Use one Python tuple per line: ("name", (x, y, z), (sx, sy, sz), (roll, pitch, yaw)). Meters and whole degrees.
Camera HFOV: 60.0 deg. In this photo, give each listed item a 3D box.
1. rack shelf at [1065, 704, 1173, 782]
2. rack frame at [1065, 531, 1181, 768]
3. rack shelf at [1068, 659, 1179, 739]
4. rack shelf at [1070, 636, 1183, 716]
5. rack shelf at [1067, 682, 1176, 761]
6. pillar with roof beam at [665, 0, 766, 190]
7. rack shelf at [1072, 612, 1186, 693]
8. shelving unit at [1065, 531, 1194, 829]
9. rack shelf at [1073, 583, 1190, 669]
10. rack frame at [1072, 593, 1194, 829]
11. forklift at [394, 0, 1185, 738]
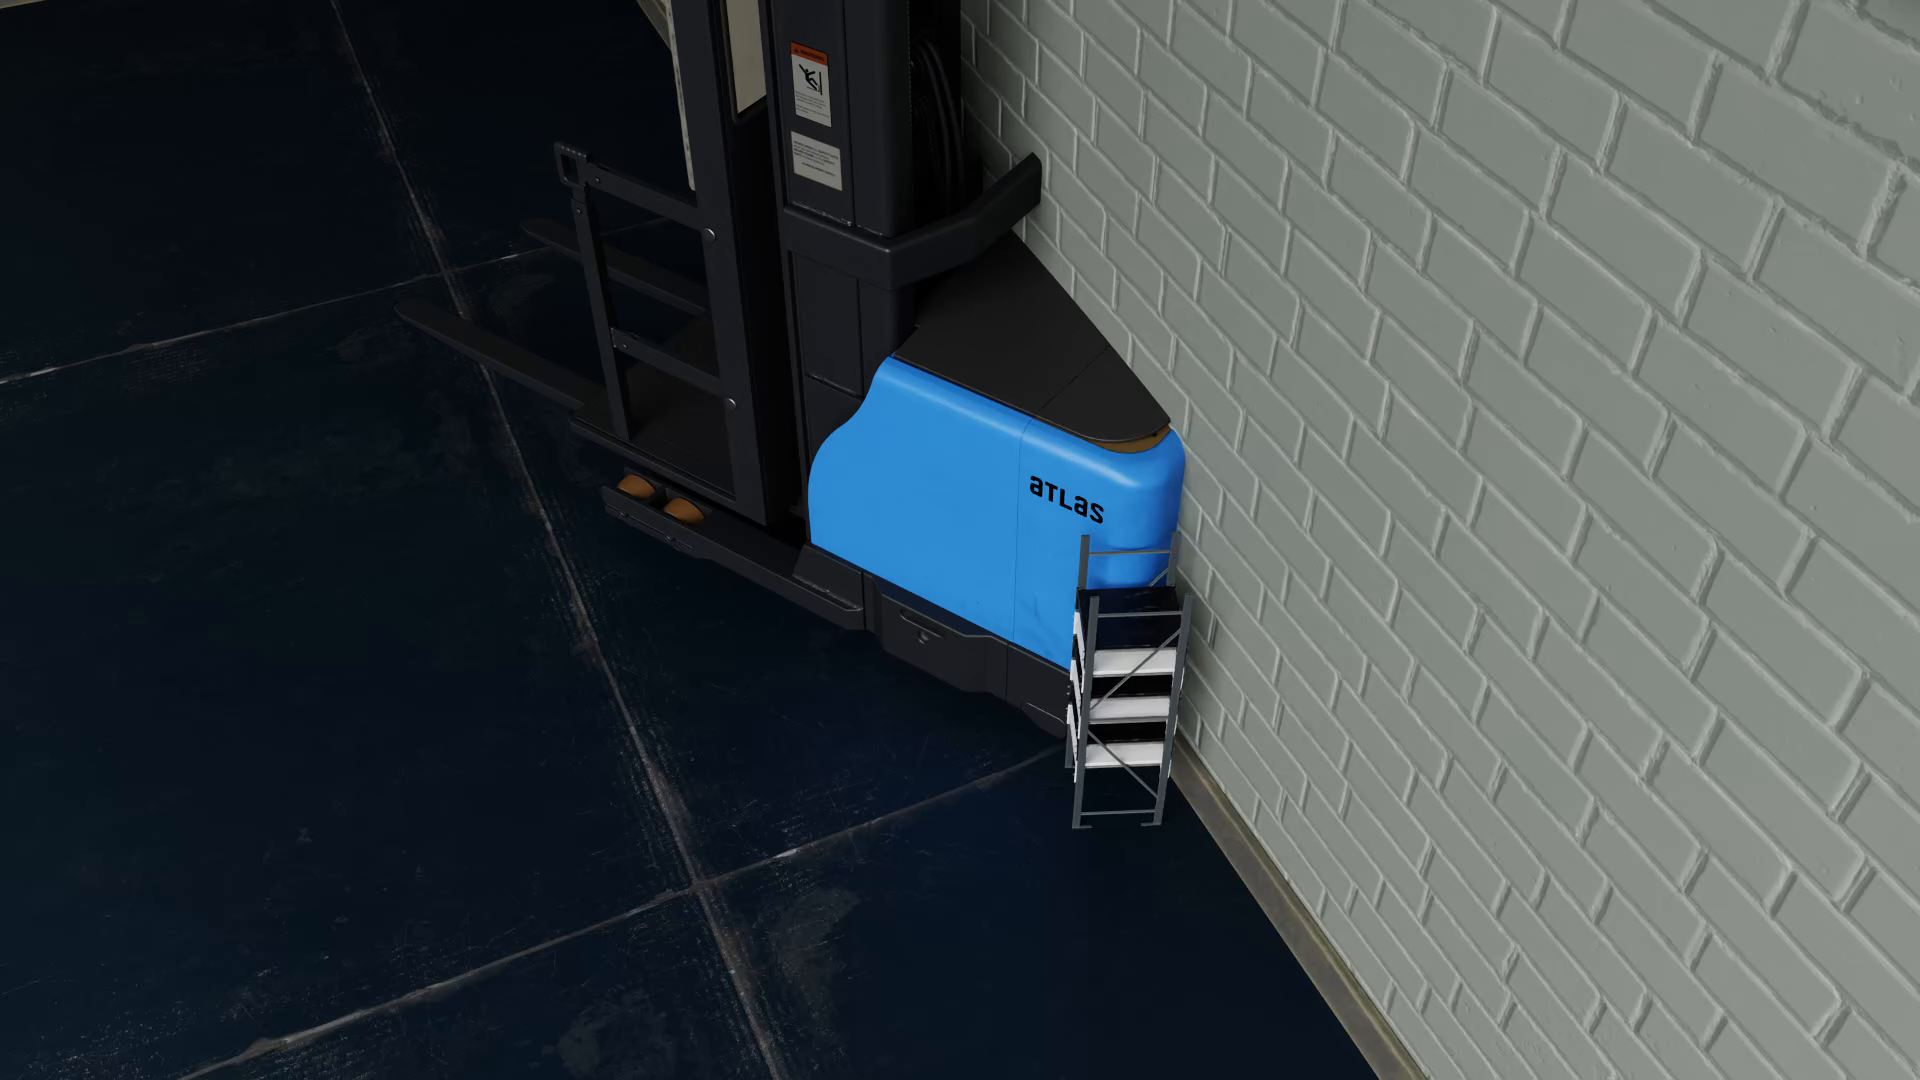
("rack shelf", (0.416, 0.529, 4.377), (0.258, 0.077, 0.200), (-2, 45, -2))
("rack frame", (0.411, 0.306, 4.299), (0.240, 0.900, 0.006), (-2, 45, -2))
("rack shelf", (0.416, 0.401, 4.250), (0.258, 0.077, 0.200), (-2, 45, -2))
("rack shelf", (0.416, 0.337, 4.187), (0.258, 0.077, 0.200), (-2, 45, -2))
("rack shelf", (0.416, 0.465, 4.314), (0.258, 0.077, 0.200), (-2, 45, -2))
("pillar with roof beam", (-4.777, -3.288, 2.175), (9.100, 9.000, 0.400), (-18, 47, -17))
("rack shelf", (0.416, 0.273, 4.124), (0.258, 0.077, 0.200), (-2, 45, -2))
("shelving unit", (0.416, 0.377, 4.227), (0.258, 0.900, 0.210), (-2, 45, -2))
("rack shelf", (0.416, 0.209, 4.061), (0.258, 0.077, 0.200), (-2, 45, -2))
("rack frame", (0.421, 0.449, 4.155), (0.240, 0.900, 0.006), (-2, 45, -2))
("forklift", (-0.519, -1.289, 4.470), (3.031, 2.935, 1.130), (25, 50, 23))
